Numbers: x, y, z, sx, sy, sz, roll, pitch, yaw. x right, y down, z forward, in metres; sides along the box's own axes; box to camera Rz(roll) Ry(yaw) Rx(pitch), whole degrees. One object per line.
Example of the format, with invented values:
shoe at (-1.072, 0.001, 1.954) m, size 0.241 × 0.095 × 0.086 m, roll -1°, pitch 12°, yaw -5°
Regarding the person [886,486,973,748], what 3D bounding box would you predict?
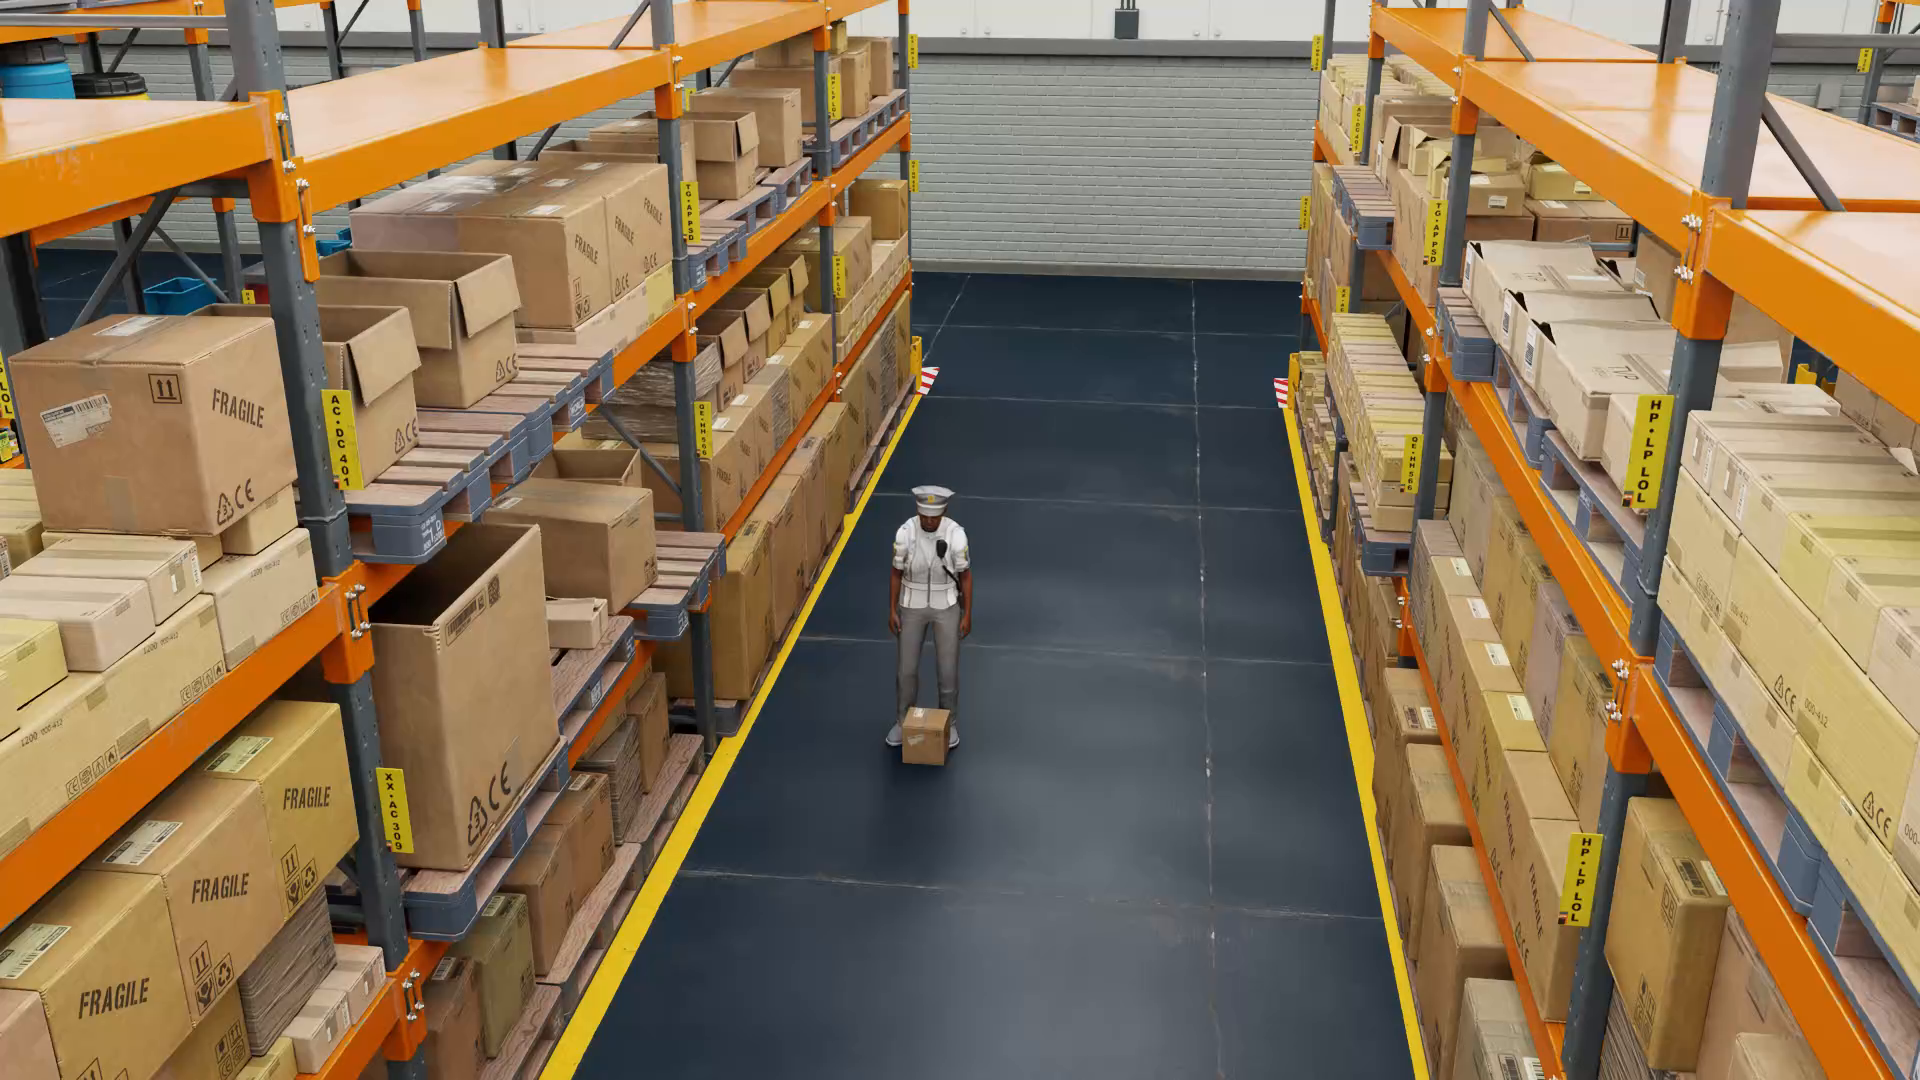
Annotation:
person at (-0.186, 0.442, 9.955) m, size 0.519 × 1.656 × 0.399 m, roll 2°, pitch 21°, yaw 5°
